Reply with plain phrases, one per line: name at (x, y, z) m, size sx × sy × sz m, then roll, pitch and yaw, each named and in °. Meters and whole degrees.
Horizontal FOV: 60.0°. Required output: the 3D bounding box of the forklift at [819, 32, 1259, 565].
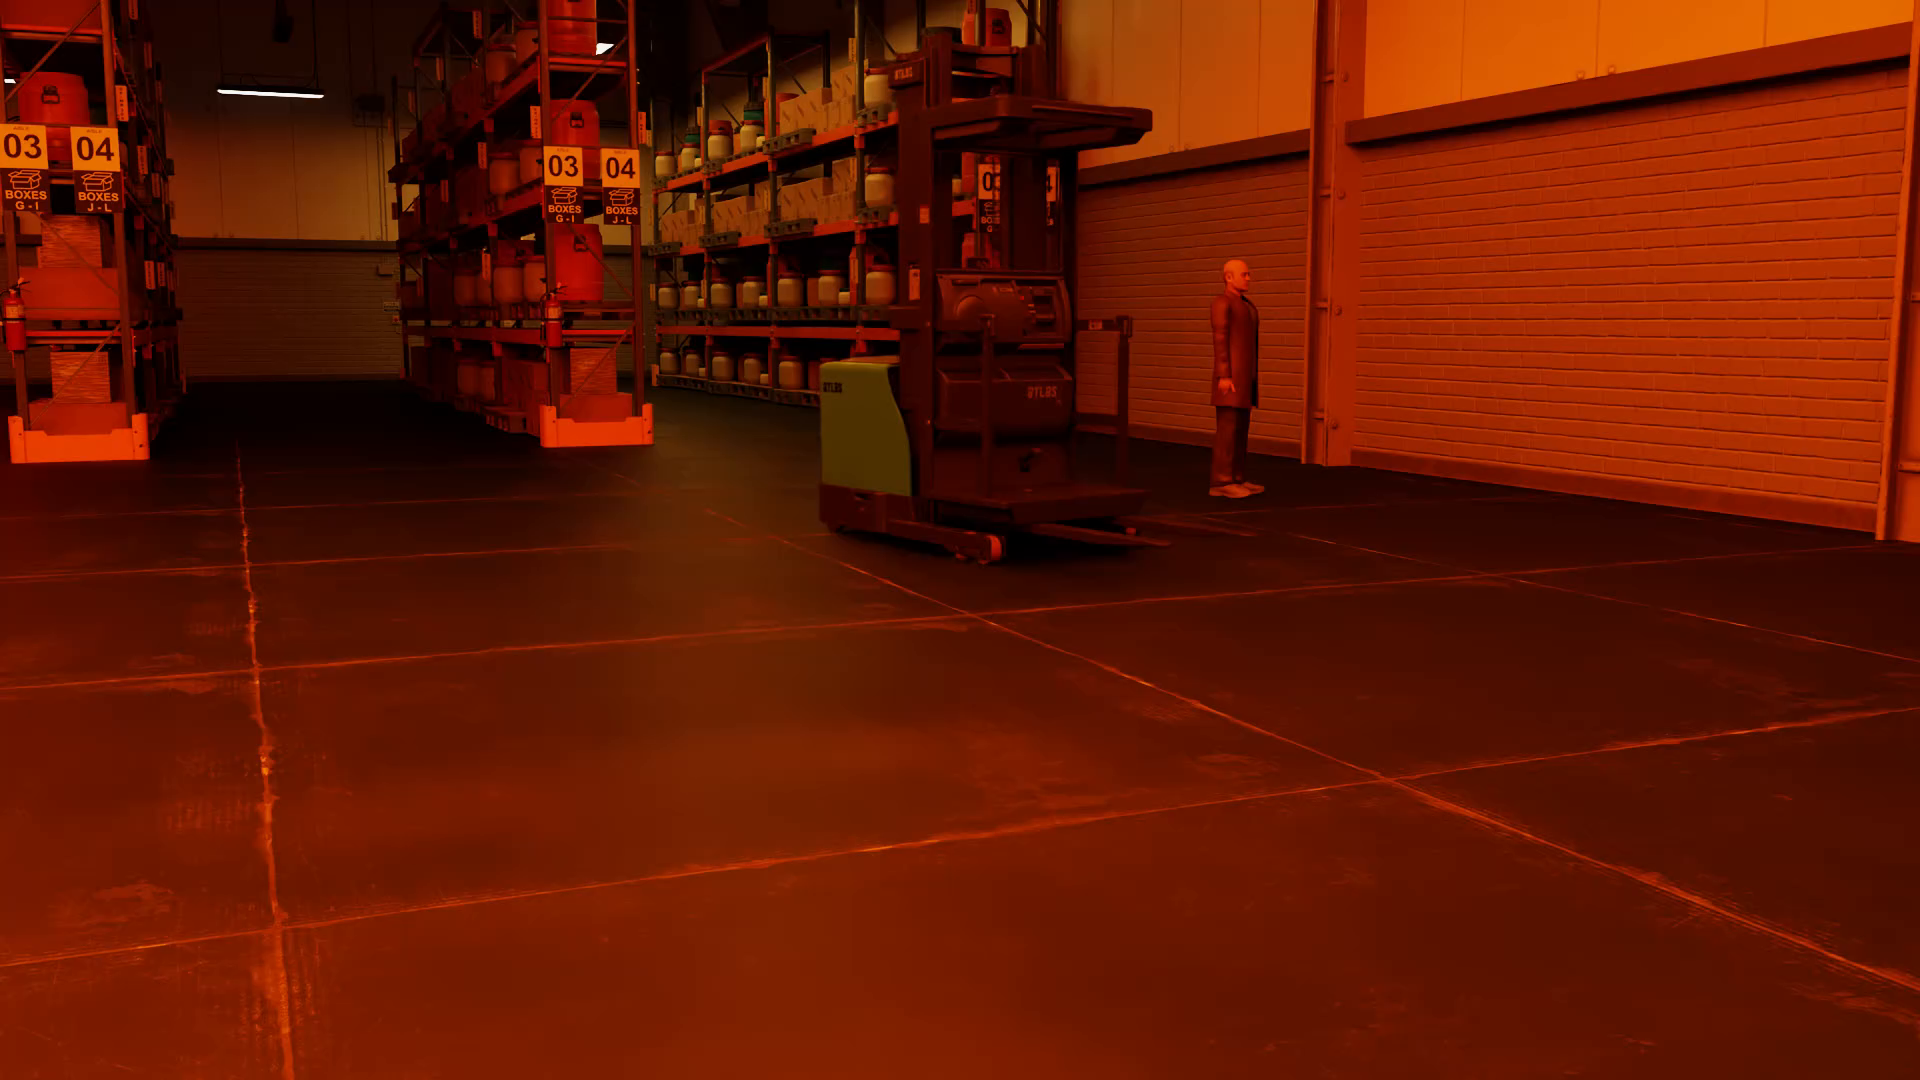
forklift at (0.388, -1.389, 9.475) m, size 1.130 × 2.935 × 3.031 m, roll -6°, pitch 9°, yaw -36°

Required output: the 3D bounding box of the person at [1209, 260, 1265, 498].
person at (2.121, -1.227, 12.637) m, size 0.384 × 1.783 × 0.566 m, roll 4°, pitch 9°, yaw 29°
